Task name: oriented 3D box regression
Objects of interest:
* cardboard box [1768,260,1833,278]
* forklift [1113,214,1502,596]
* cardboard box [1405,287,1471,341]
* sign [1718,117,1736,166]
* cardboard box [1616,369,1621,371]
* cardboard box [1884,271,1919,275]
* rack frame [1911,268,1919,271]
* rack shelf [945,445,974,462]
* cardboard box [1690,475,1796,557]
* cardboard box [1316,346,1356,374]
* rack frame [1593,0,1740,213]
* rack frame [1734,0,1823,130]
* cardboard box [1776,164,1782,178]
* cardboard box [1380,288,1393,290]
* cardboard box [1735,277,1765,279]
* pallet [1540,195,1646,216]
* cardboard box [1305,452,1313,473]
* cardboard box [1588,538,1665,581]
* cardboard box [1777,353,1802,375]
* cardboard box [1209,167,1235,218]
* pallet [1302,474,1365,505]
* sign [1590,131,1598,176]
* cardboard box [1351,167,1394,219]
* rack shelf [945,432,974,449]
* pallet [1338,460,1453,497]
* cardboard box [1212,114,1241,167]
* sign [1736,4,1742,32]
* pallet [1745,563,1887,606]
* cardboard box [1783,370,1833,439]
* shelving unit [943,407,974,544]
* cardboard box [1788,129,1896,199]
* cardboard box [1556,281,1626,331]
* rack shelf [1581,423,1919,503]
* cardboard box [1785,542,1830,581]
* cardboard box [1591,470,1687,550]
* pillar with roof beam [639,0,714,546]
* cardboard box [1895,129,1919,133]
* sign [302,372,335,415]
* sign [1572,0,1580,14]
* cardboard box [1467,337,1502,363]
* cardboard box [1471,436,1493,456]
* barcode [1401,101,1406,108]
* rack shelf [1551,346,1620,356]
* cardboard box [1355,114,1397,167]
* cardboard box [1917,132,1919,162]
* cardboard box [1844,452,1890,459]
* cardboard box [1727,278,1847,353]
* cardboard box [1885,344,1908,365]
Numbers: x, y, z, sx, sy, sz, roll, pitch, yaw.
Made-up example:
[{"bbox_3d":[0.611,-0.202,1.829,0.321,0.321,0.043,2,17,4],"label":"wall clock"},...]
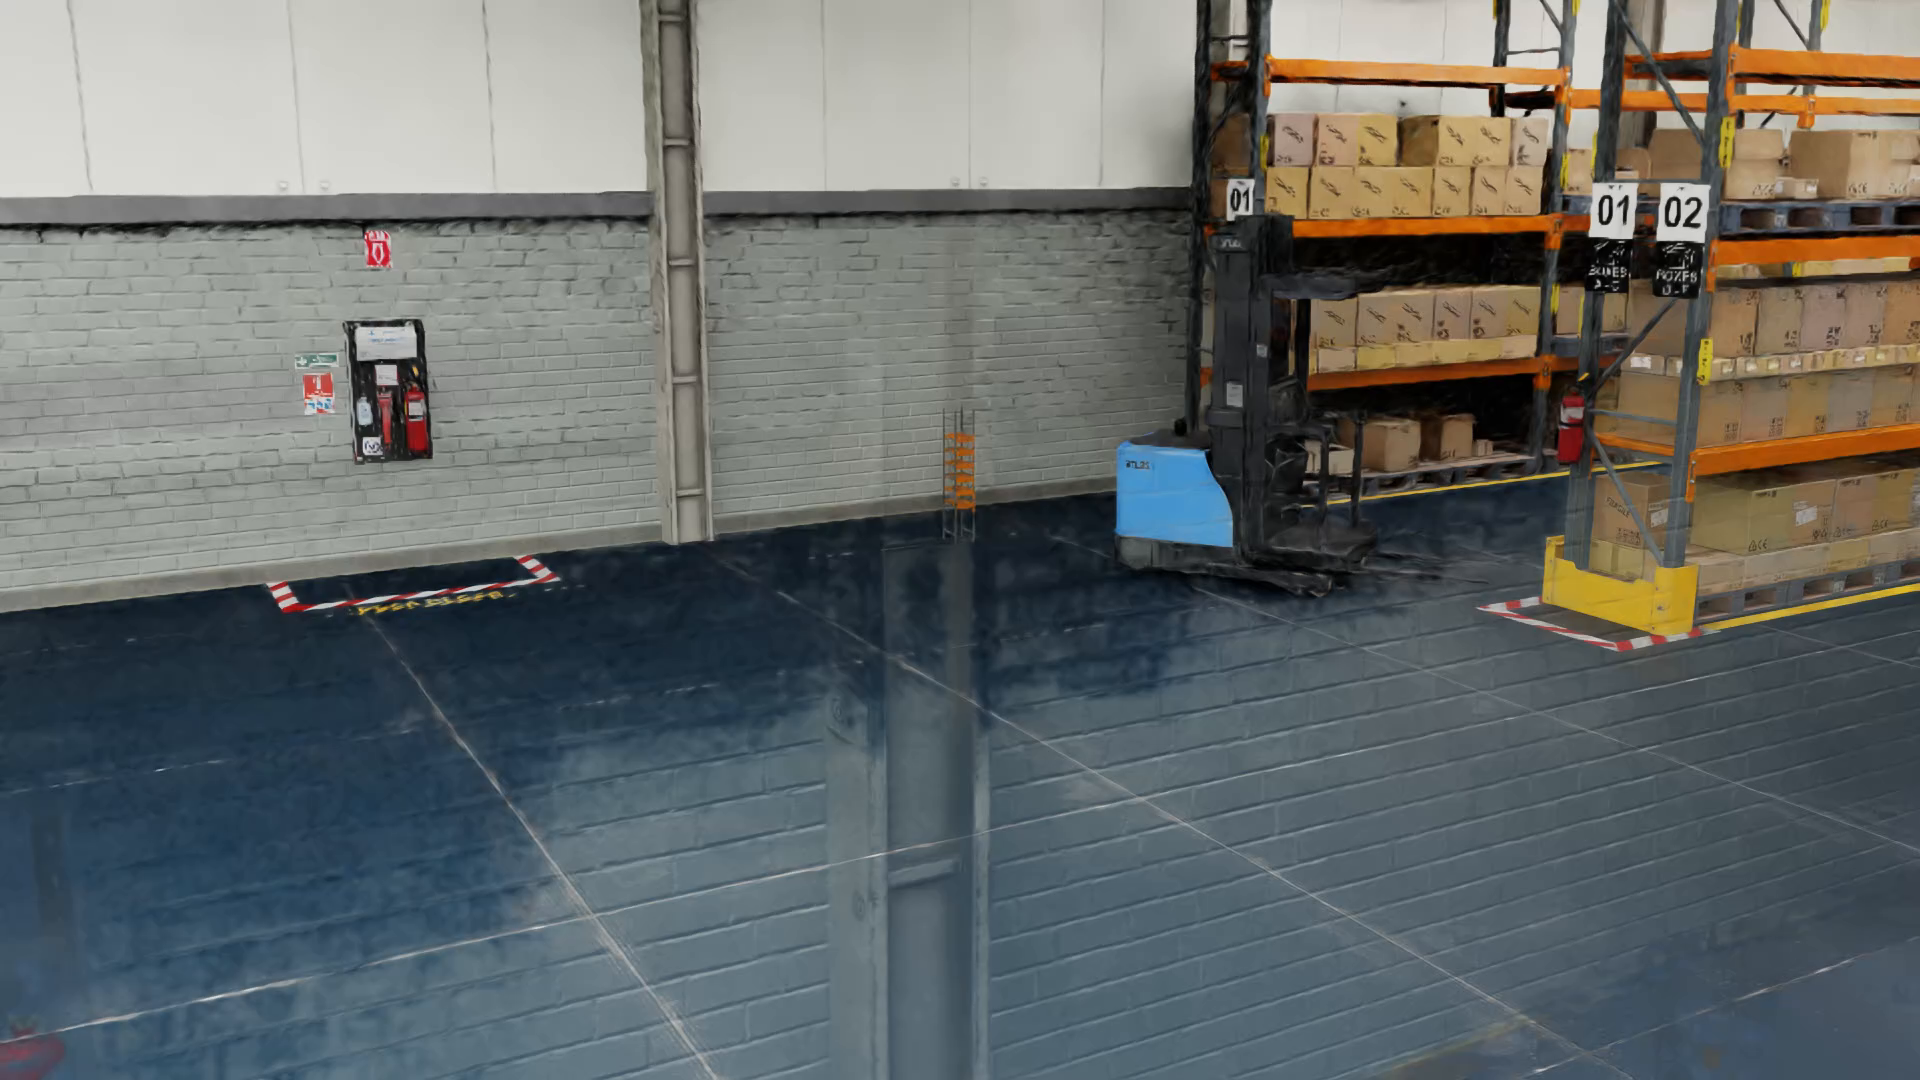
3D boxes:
[{"bbox_3d":[10.163,-3.263,20.117,0.500,0.250,0.500,-6,14,-27],"label":"cardboard box"},{"bbox_3d":[2.835,-1.117,13.399,3.031,2.935,1.130,7,14,28],"label":"forklift"},{"bbox_3d":[4.956,-2.360,17.352,0.500,0.500,0.500,-7,15,-29],"label":"cardboard box"},{"bbox_3d":[5.232,-2.717,11.348,0.005,0.325,0.100,-7,14,-28],"label":"sign"},{"bbox_3d":[8.030,-1.864,19.545,0.500,0.250,0.500,-7,14,-28],"label":"cardboard box"},{"bbox_3d":[8.096,-1.951,13.764,0.500,0.500,0.700,-7,14,-28],"label":"cardboard box"},{"bbox_3d":[8.482,-1.317,14.130,0.127,3.000,1.000,-7,14,-28],"label":"rack frame"},{"bbox_3d":[-0.013,-0.775,14.928,0.180,0.103,0.258,-7,14,-28],"label":"rack shelf"},{"bbox_3d":[5.986,-0.192,12.729,0.500,0.500,0.500,-7,14,-28],"label":"cardboard box"},{"bbox_3d":[3.624,-1.835,16.726,0.500,0.250,0.500,-7,15,-30],"label":"cardboard box"},{"bbox_3d":[4.971,-3.823,11.602,0.127,3.000,1.000,-7,14,-28],"label":"rack frame"},{"bbox_3d":[9.616,-5.619,19.582,0.127,3.000,1.000,-7,14,-28],"label":"rack frame"},{"bbox_3d":[5.855,-2.732,12.650,0.500,0.250,0.500,-7,14,-28],"label":"cardboard box"},{"bbox_3d":[4.246,-2.403,17.543,0.500,0.500,0.500,-7,14,-27],"label":"cardboard box"},{"bbox_3d":[9.208,-2.904,19.953,0.500,0.500,0.700,-9,15,-34],"label":"cardboard box"},{"bbox_3d":[6.698,-3.688,18.259,1.003,0.211,1.213,-7,14,-28],"label":"pallet"},{"bbox_3d":[3.245,-0.809,16.994,0.500,0.311,0.500,-9,15,-34],"label":"cardboard box"},{"bbox_3d":[5.300,0.127,13.020,0.500,0.250,0.500,-7,14,-28],"label":"cardboard box"},{"bbox_3d":[6.091,-1.342,12.534,0.250,0.149,0.380,-7,14,-29],"label":"cardboard box"},{"bbox_3d":[2.839,-3.465,16.570,0.500,0.500,0.500,-6,14,-24],"label":"cardboard box"},{"bbox_3d":[3.391,-0.577,17.192,1.213,0.211,1.003,-7,14,-28],"label":"pallet"},{"bbox_3d":[4.723,-2.859,12.314,0.005,0.325,0.100,-7,14,-28],"label":"sign"},{"bbox_3d":[3.950,-3.465,16.567,0.500,0.500,0.500,-6,14,-25],"label":"cardboard box"},{"bbox_3d":[-0.013,-0.892,14.901,0.180,0.103,0.258,-7,14,-28],"label":"rack shelf"},{"bbox_3d":[4.461,-0.704,17.758,1.213,0.211,1.003,-7,14,-28],"label":"pallet"},{"bbox_3d":[2.847,-3.956,16.474,0.500,0.500,0.500,-6,14,-25],"label":"cardboard box"},{"bbox_3d":[9.347,-6.259,19.935,0.005,0.325,0.100,-7,14,-28],"label":"sign"},{"bbox_3d":[6.692,0.248,13.526,1.213,0.211,1.003,-7,14,-28],"label":"pallet"},{"bbox_3d":[6.284,-1.099,12.933,0.500,0.500,0.700,-7,14,-27],"label":"cardboard box"},{"bbox_3d":[-0.013,-0.584,14.971,0.189,1.200,0.258,-7,14,-28],"label":"shelving unit"},{"bbox_3d":[6.560,-2.804,12.401,0.500,0.500,0.500,-7,14,-28],"label":"cardboard box"},{"bbox_3d":[7.062,-2.639,18.775,0.500,0.500,0.700,-5,14,-22],"label":"cardboard box"},{"bbox_3d":[6.727,-0.756,13.274,4.000,0.370,1.077,-7,14,-28],"label":"rack shelf"},{"bbox_3d":[6.425,0.121,13.047,0.500,0.250,0.500,-7,14,-28],"label":"cardboard box"},{"bbox_3d":[5.299,-0.239,12.939,0.500,0.500,0.500,-7,14,-28],"label":"cardboard box"},{"bbox_3d":[-0.409,-3.557,10.419,0.400,9.000,9.100,-7,14,-28],"label":"pillar with roof beam"},{"bbox_3d":[11.815,-5.077,21.069,0.500,0.250,0.500,-7,15,-30],"label":"cardboard box"},{"bbox_3d":[-5.194,-1.186,13.467,0.234,0.329,0.001,-7,14,-28],"label":"sign"},{"bbox_3d":[6.349,-5.586,17.127,0.005,0.325,0.100,-7,14,-28],"label":"sign"},{"bbox_3d":[5.393,-2.049,17.678,0.500,0.250,0.500,-7,14,-28],"label":"cardboard box"},{"bbox_3d":[5.650,-1.042,18.357,0.250,0.166,0.380,-9,16,-35],"label":"cardboard box"},{"bbox_3d":[4.679,-4.598,17.551,0.075,0.075,0.001,-7,14,-28],"label":"barcode"},{"bbox_3d":[7.861,-2.226,19.363,3.809,0.124,0.919,-7,14,-28],"label":"rack shelf"},{"bbox_3d":[3.958,-3.953,16.461,0.500,0.500,0.500,-6,14,-26],"label":"cardboard box"},{"bbox_3d":[7.914,-3.100,13.719,0.500,0.500,0.500,-6,14,-23],"label":"cardboard box"},{"bbox_3d":[7.490,-0.504,14.115,0.500,0.500,0.500,-7,14,-28],"label":"cardboard box"},{"bbox_3d":[6.335,-1.740,12.826,0.500,0.500,0.700,-7,14,-28],"label":"cardboard box"},{"bbox_3d":[7.231,-1.479,13.145,0.250,0.149,0.380,-6,14,-26],"label":"cardboard box"}]
